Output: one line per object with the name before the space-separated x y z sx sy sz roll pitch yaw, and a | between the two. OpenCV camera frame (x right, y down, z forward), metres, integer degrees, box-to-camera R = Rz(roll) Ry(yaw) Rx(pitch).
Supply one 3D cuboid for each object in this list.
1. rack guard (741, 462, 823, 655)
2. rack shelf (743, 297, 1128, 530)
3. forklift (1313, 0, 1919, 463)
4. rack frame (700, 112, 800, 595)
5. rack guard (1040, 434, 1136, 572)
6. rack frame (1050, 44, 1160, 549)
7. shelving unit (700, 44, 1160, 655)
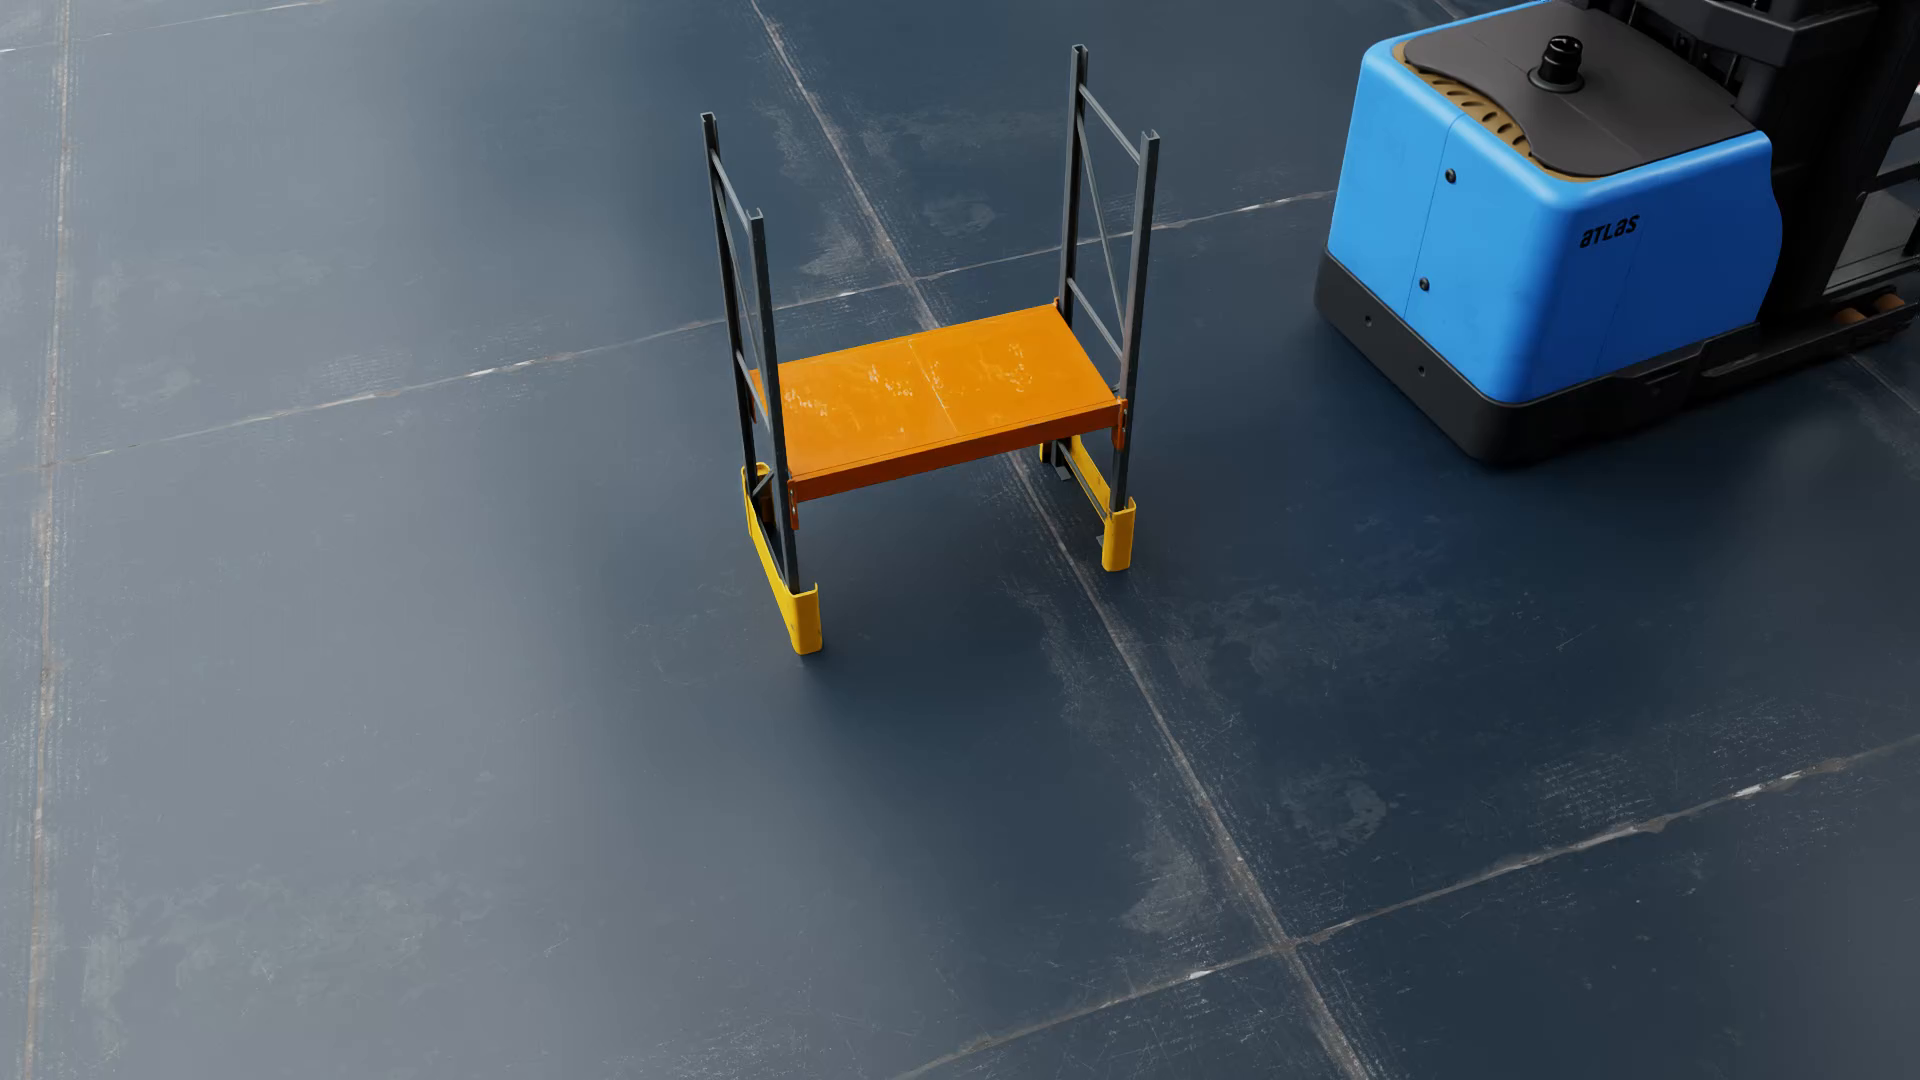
rack guard | -0.540 0.050 5.024 0.087 0.250 0.587 -14 47 -14
rack shelf | -0.080 -0.382 4.826 1.000 0.185 0.538 -14 47 -14
forklift | 2.832 -2.007 5.181 3.031 2.935 1.130 -19 48 -18
rack frame | -0.558 -0.387 4.576 0.032 1.500 0.500 -14 47 -14
rack guard | 0.397 -0.190 5.263 0.087 0.250 0.587 -14 47 -14
rack frame | 0.398 -0.631 4.820 0.032 1.500 0.500 -14 47 -14
shelving unit | -0.072 -0.511 4.701 1.083 1.500 0.587 -14 47 -14
